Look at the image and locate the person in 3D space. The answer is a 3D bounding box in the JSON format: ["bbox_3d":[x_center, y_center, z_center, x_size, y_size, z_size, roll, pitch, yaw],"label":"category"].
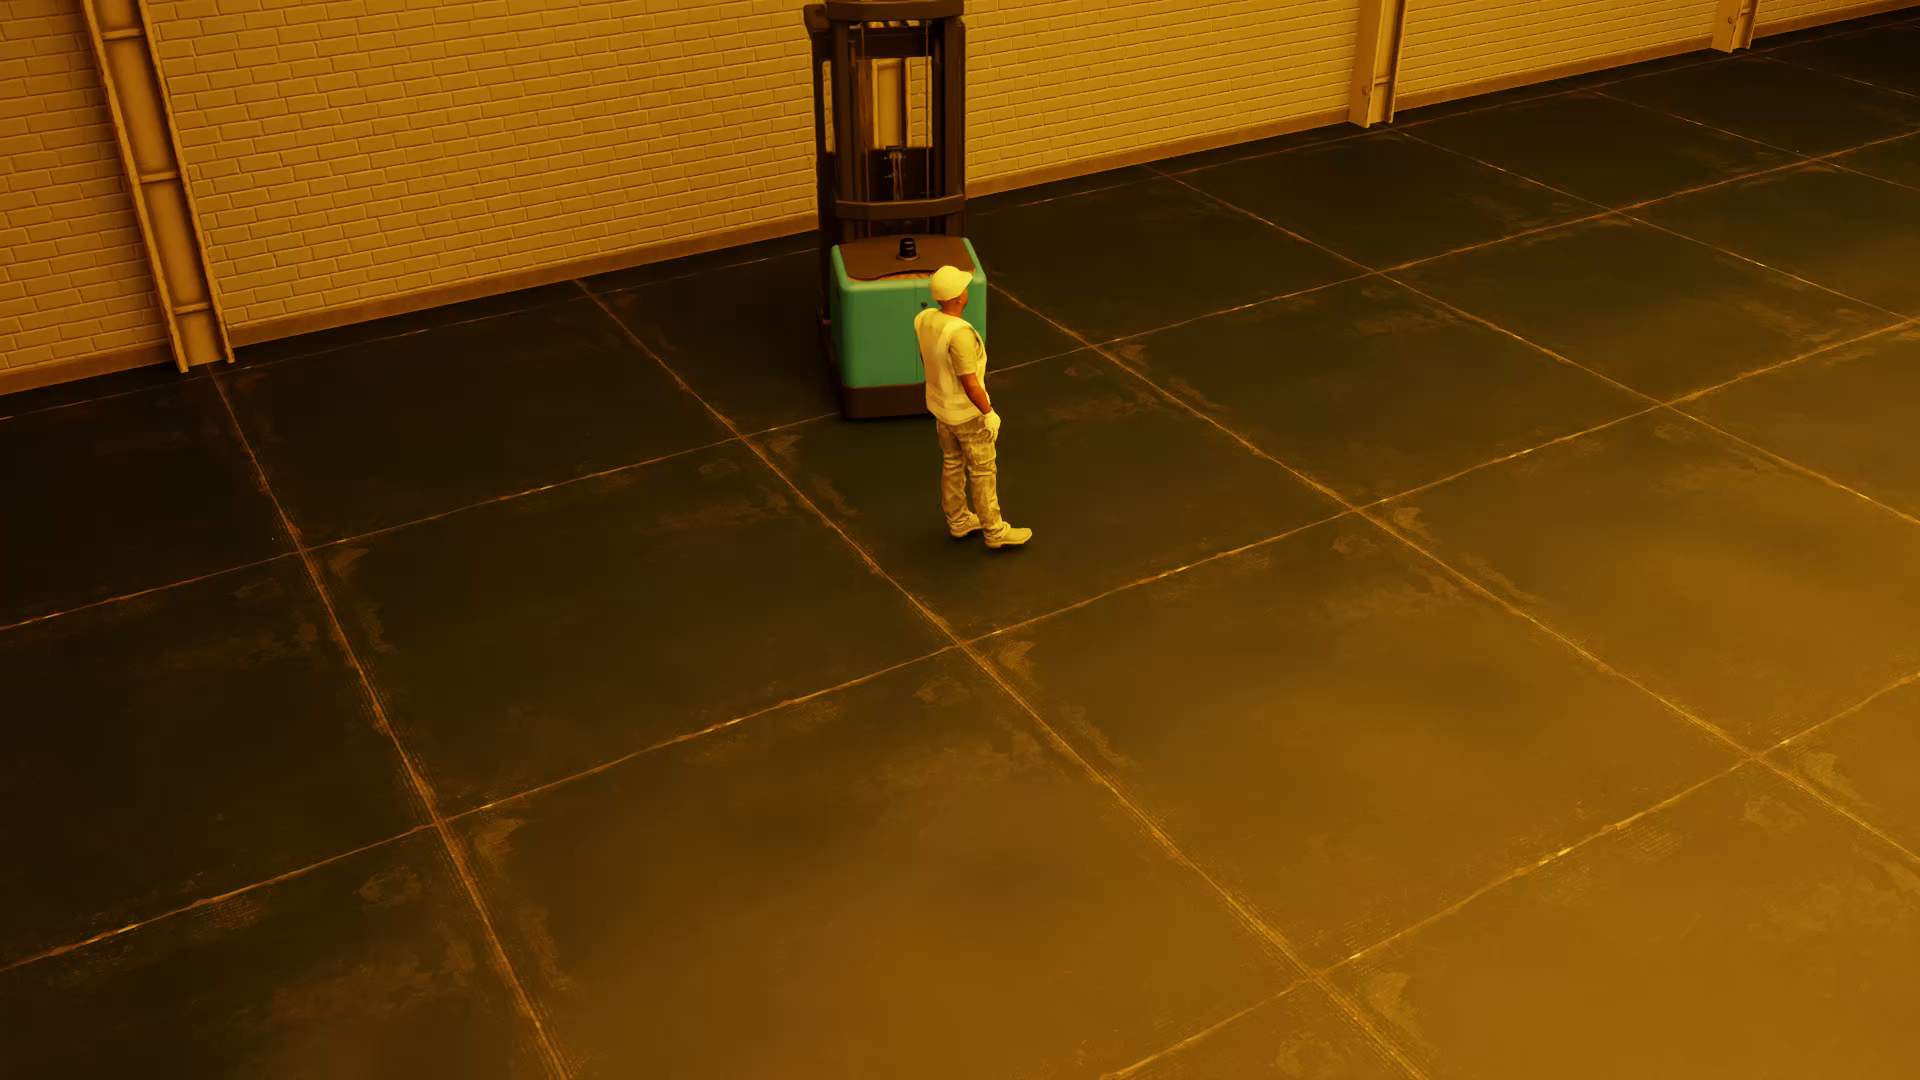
[{"bbox_3d":[0.066,-0.821,10.044,0.575,1.784,0.656,-17,35,-26],"label":"person"}]

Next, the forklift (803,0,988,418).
[{"bbox_3d":[-0.544,-2.861,12.424,1.130,2.935,3.031,-5,31,-8],"label":"forklift"}]
